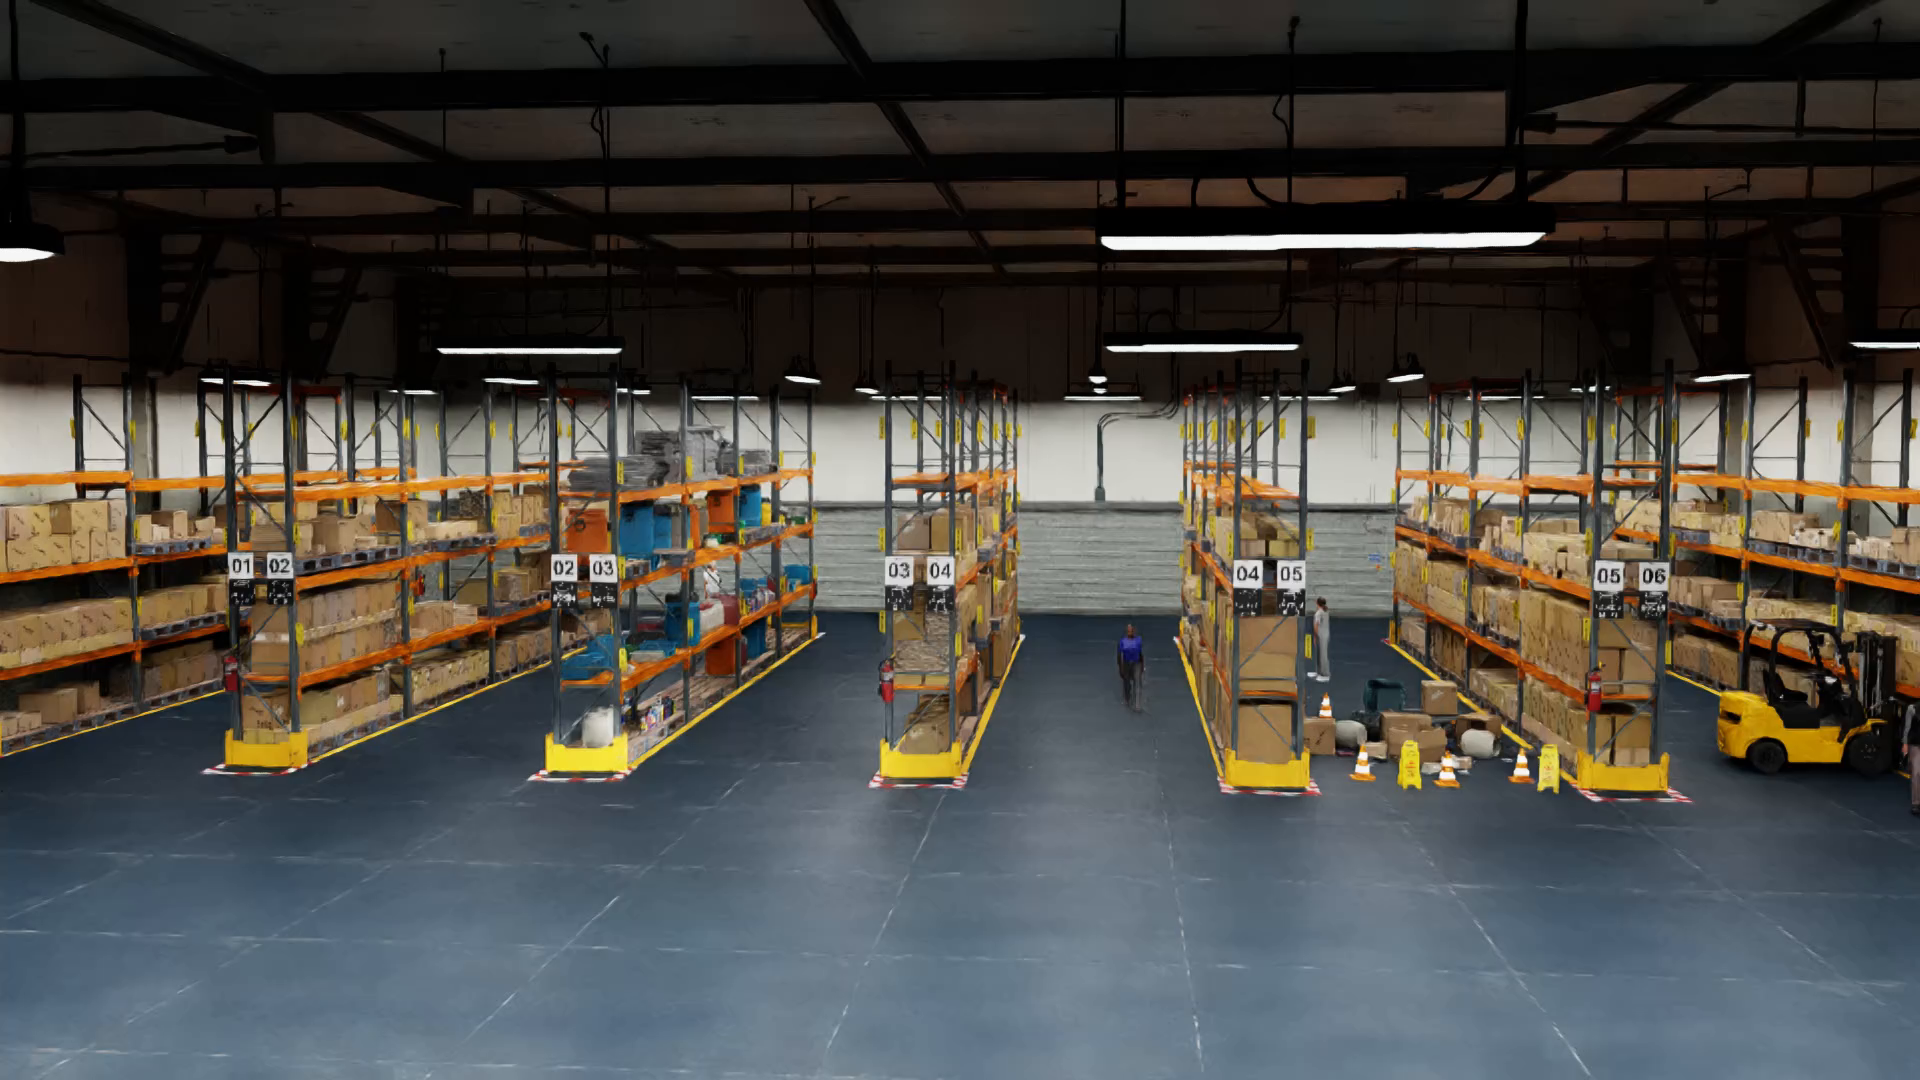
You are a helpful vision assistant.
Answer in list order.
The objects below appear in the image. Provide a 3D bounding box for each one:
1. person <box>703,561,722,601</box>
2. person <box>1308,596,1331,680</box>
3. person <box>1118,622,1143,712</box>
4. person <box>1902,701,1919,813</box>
[{"bbox_3d":[-6.384,1.343,42.971,0.564,1.653,0.731,3,5,42],"label":"person"},{"bbox_3d":[7.221,1.956,33.390,0.565,1.668,0.562,3,5,35],"label":"person"},{"bbox_3d":[3.038,2.246,29.693,0.447,1.574,1.088,0,4,7],"label":"person"},{"bbox_3d":[12.725,2.726,21.866,0.560,1.683,0.926,1,4,21],"label":"person"}]
